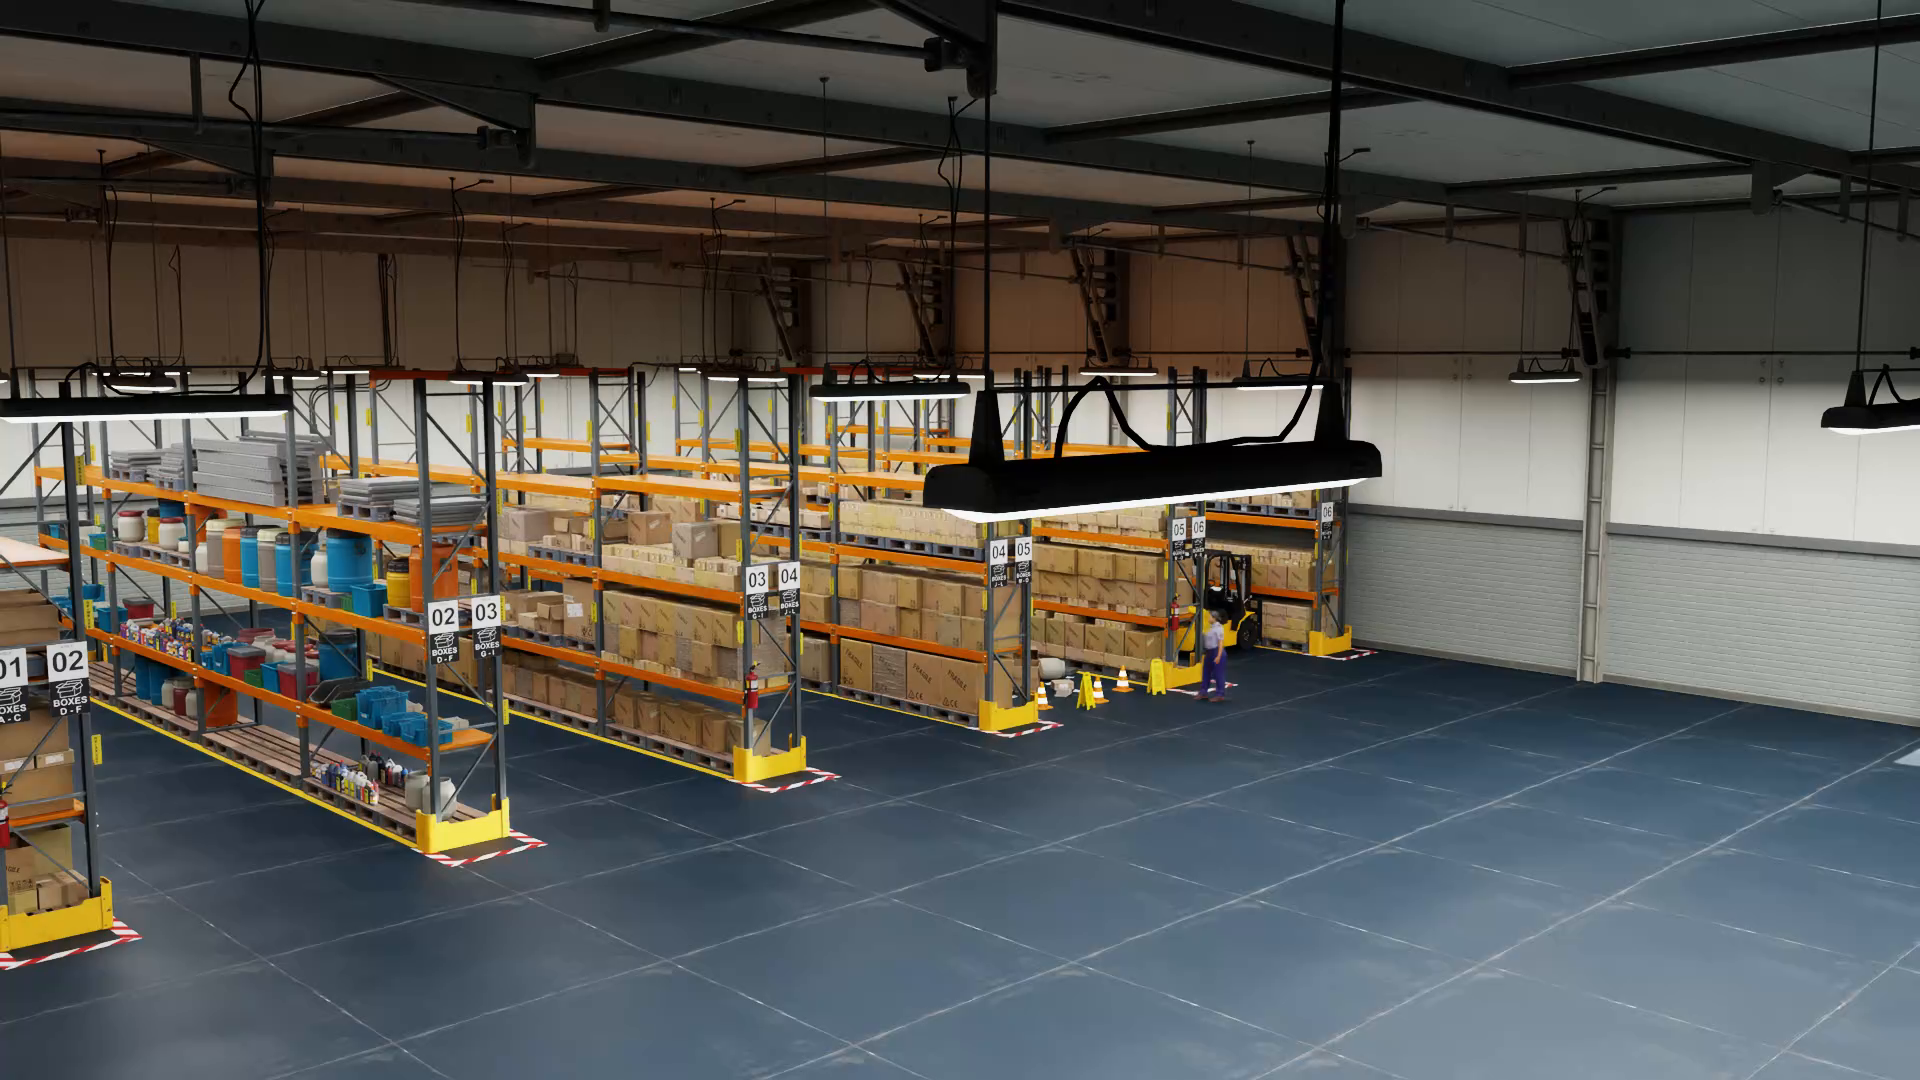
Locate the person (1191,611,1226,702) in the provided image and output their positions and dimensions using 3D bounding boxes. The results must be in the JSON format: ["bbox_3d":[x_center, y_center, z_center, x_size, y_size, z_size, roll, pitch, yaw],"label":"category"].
[{"bbox_3d":[4.542,2.114,30.200,0.534,1.661,0.487,-3,7,-22],"label":"person"}]
